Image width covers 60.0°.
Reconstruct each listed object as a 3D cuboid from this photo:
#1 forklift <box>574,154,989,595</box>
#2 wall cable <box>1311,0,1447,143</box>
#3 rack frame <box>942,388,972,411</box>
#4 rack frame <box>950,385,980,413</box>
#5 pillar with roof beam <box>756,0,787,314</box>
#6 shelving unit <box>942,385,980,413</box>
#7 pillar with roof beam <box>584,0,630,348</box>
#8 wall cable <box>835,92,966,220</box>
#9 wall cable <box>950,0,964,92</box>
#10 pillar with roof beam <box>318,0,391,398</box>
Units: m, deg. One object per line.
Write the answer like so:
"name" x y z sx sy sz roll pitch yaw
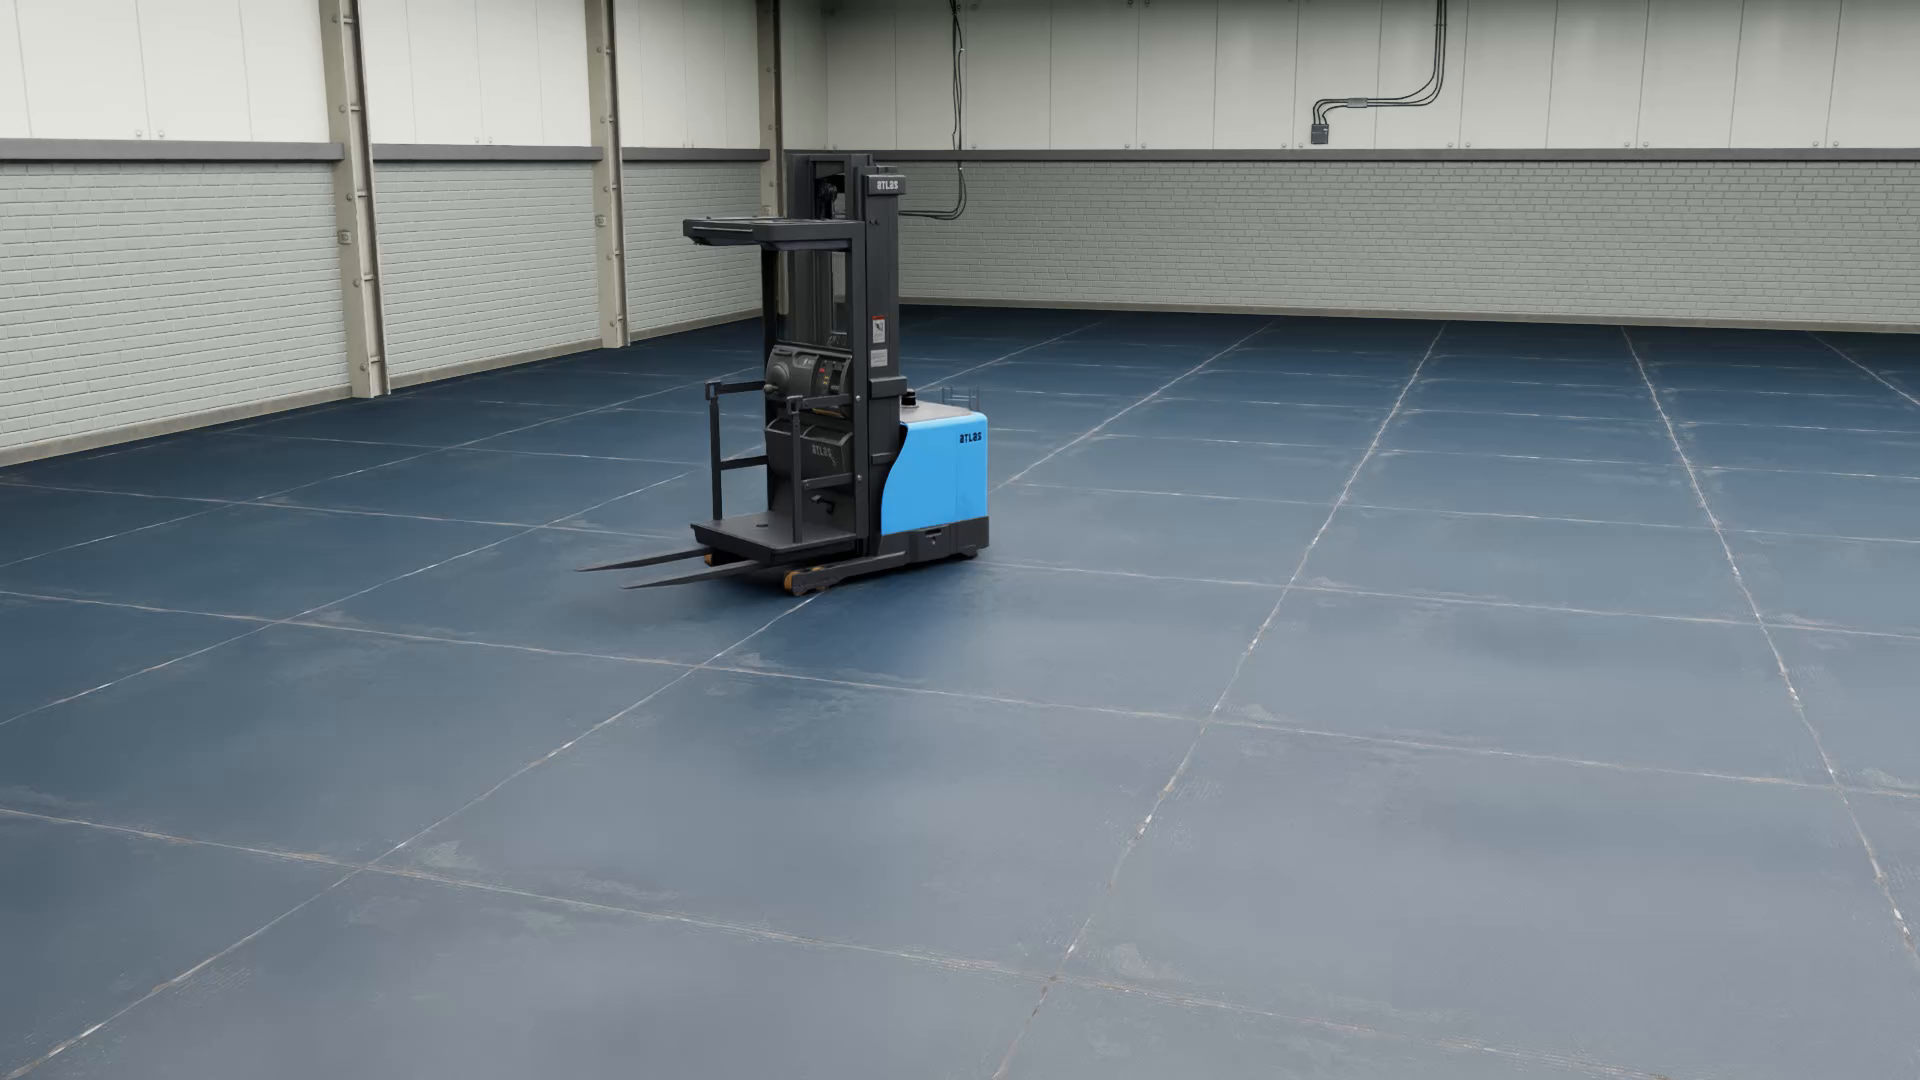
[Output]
"forklift" -1.227 -1.182 11.578 3.031 2.935 1.130 -11 17 -40
"wall cable" 7.632 -10.233 29.957 2.305 6.003 0.169 4 14 18
"rack frame" -0.024 -0.569 12.786 0.240 1.200 0.006 5 14 19
"rack frame" 0.039 -0.608 12.953 0.240 1.200 0.006 5 14 19
"pillar with roof beam" 0.524 -8.427 29.686 9.100 9.000 0.400 4 14 18
"shelving unit" 0.007 -0.589 12.870 0.258 1.200 0.189 5 14 19
"pillar with roof beam" -1.418 -7.164 24.151 9.100 9.000 0.400 4 14 18
"wall cable" -1.345 -7.748 33.690 3.097 2.526 0.112 4 14 18
"wall cable" 1.215 -10.016 32.275 3.097 2.526 0.112 4 14 18
"pillar with roof beam" -3.359 -5.900 18.616 9.100 9.000 0.400 4 14 18
